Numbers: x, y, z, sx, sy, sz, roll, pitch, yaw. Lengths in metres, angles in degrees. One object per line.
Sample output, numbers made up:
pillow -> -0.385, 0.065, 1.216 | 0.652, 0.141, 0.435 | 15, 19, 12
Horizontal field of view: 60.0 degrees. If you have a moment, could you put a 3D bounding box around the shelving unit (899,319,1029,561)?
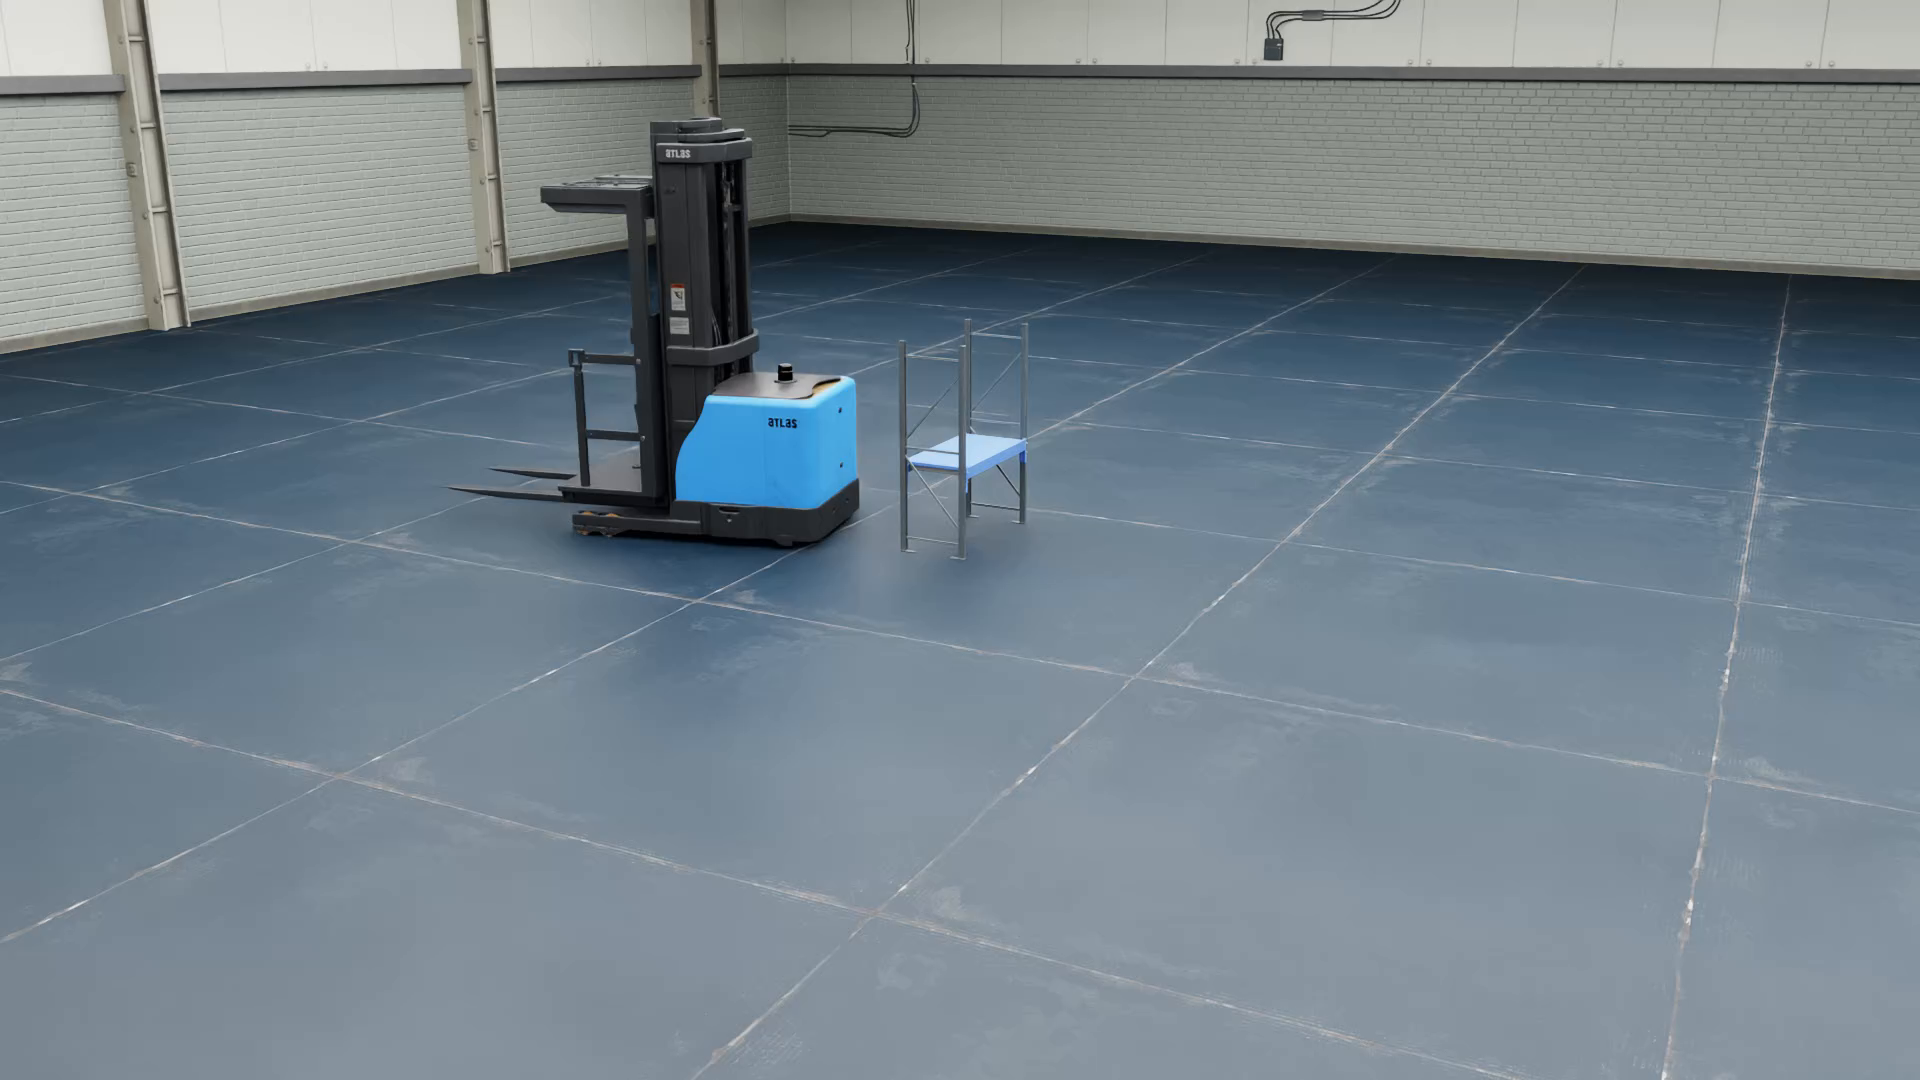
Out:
shelving unit -> 0.038, -0.741, 11.884 | 0.538, 1.500, 1.048 | 8, 18, 25

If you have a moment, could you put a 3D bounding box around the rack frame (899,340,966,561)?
rack frame -> -0.189, -0.611, 11.448 | 0.500, 1.500, 0.032 | 8, 18, 25

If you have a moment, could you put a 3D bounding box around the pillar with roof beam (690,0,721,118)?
pillar with roof beam -> -0.820, -9.522, 28.280 | 9.100, 9.000, 0.400 | 8, 18, 25

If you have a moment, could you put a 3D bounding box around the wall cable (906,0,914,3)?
wall cable -> 0.248, -11.241, 30.648 | 3.097, 2.526, 0.112 | 8, 18, 25

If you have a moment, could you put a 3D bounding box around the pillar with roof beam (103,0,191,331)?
pillar with roof beam -> -6.182, -6.466, 17.989 | 9.100, 9.000, 0.400 | 8, 18, 25

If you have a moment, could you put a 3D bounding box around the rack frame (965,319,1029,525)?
rack frame -> 0.265, -0.870, 12.320 | 0.500, 1.500, 0.032 | 8, 18, 25

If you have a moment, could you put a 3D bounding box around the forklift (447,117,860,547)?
forklift -> -2.335, -1.569, 12.161 | 3.031, 2.935, 1.130 | 4, 17, 14

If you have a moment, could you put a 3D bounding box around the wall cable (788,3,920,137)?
wall cable -> -2.172, -9.164, 32.526 | 3.097, 2.526, 0.112 | 8, 18, 25

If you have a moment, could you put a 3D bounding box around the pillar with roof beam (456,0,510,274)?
pillar with roof beam -> -3.501, -7.994, 23.134 | 9.100, 9.000, 0.400 | 8, 18, 25

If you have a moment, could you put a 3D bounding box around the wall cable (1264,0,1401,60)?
wall cable -> 6.314, -11.071, 27.520 | 2.305, 6.003, 0.169 | 8, 18, 25

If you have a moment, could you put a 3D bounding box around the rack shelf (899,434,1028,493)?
rack shelf -> 0.038, -0.568, 11.935 | 0.538, 0.185, 1.000 | 8, 18, 25
